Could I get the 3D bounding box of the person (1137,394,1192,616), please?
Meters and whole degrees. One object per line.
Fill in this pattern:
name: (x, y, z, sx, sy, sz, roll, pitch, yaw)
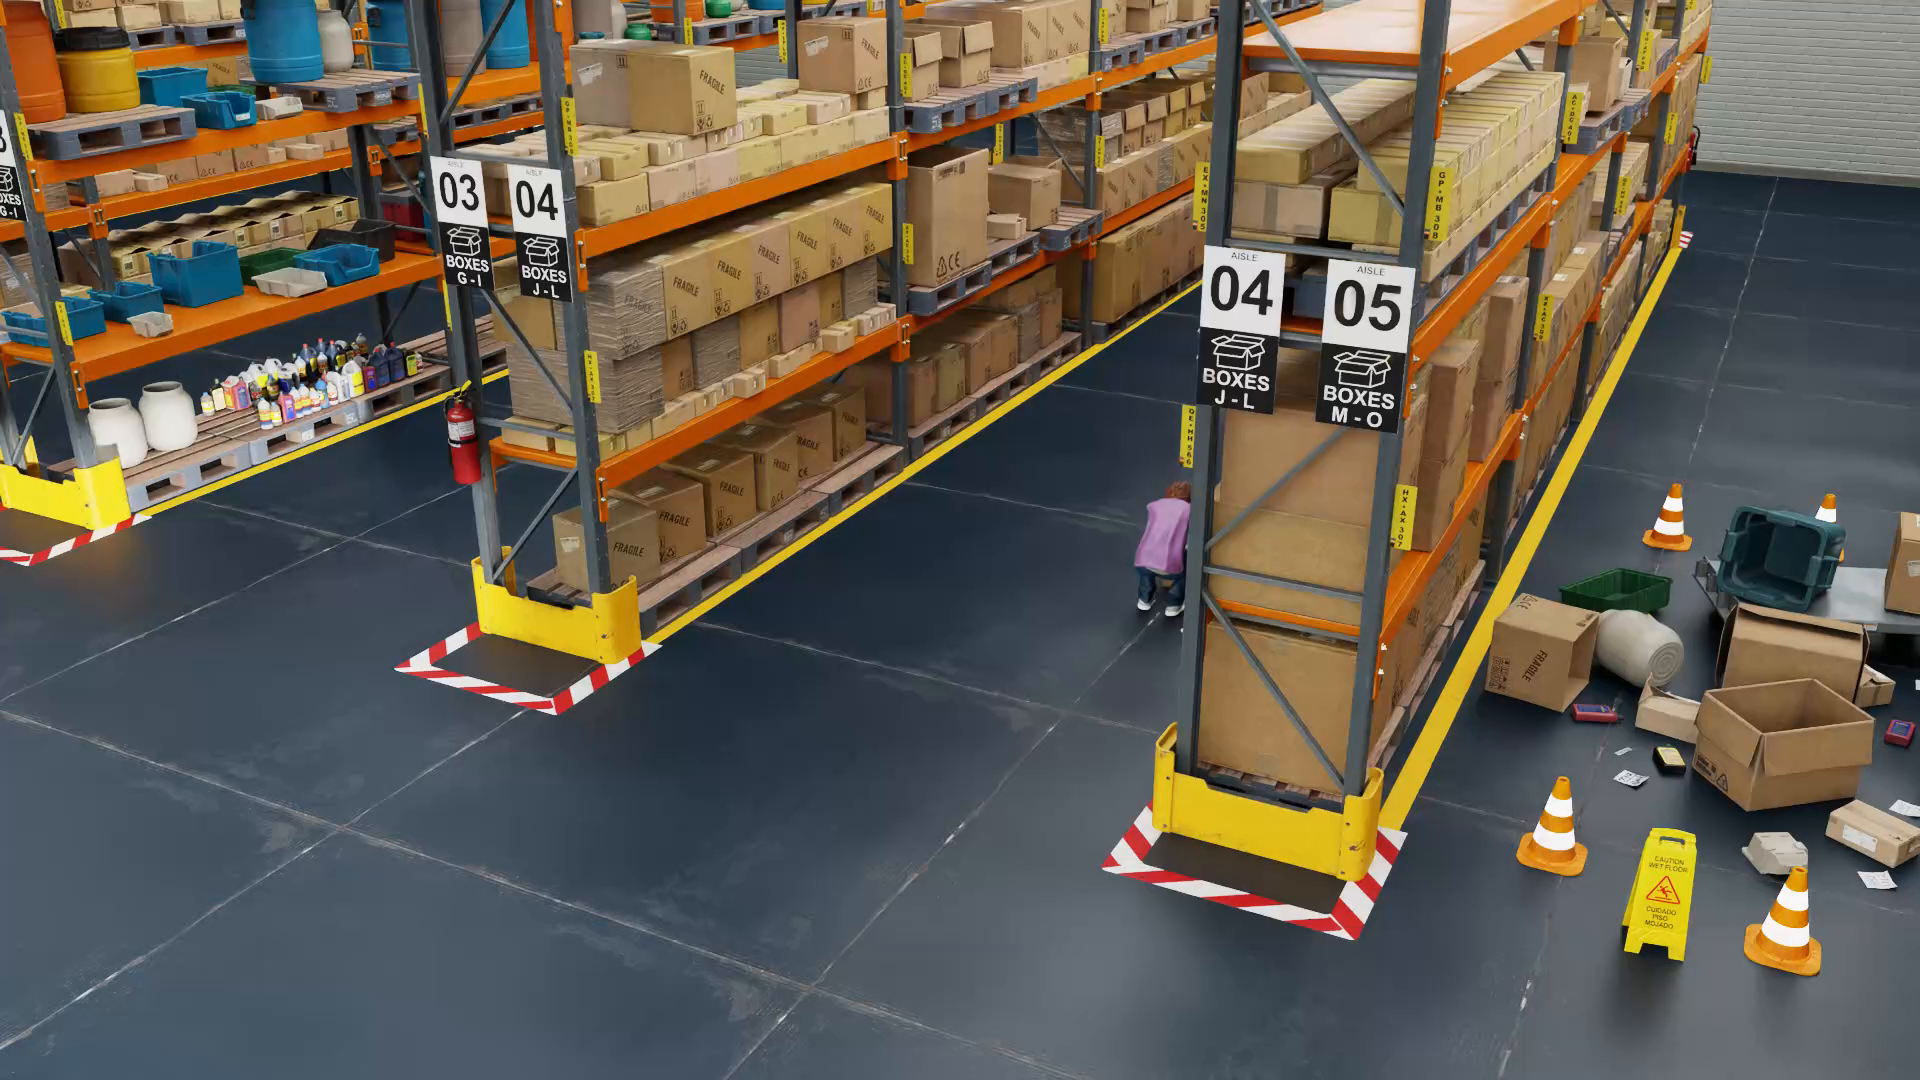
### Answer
person: (1.432, -0.276, 11.381, 0.405, 1.589, 0.497, 11, 26, 25)
